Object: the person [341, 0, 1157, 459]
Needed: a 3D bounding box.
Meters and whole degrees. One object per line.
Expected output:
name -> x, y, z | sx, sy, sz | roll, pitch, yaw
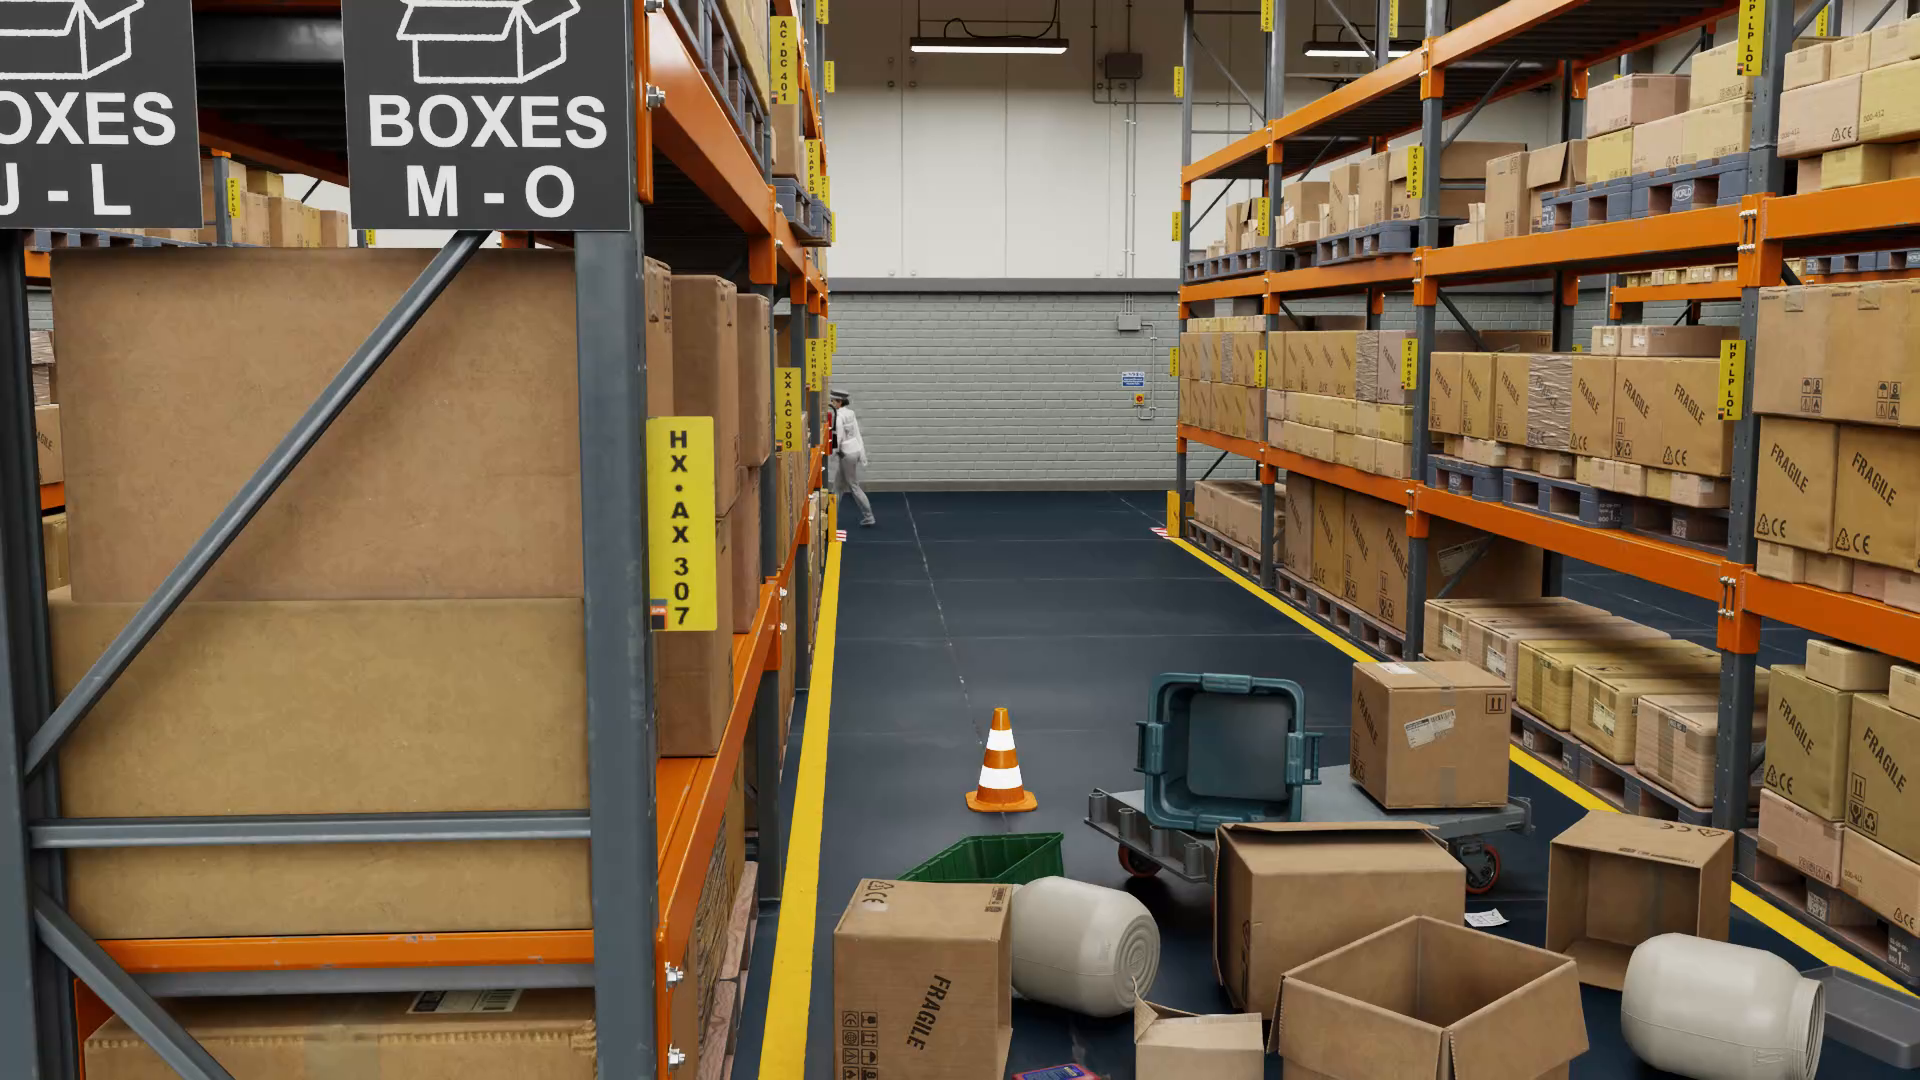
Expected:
person -> 1.689, -1.368, 13.218 | 9.744, 2.370, 22.327 | 2, 7, 16
